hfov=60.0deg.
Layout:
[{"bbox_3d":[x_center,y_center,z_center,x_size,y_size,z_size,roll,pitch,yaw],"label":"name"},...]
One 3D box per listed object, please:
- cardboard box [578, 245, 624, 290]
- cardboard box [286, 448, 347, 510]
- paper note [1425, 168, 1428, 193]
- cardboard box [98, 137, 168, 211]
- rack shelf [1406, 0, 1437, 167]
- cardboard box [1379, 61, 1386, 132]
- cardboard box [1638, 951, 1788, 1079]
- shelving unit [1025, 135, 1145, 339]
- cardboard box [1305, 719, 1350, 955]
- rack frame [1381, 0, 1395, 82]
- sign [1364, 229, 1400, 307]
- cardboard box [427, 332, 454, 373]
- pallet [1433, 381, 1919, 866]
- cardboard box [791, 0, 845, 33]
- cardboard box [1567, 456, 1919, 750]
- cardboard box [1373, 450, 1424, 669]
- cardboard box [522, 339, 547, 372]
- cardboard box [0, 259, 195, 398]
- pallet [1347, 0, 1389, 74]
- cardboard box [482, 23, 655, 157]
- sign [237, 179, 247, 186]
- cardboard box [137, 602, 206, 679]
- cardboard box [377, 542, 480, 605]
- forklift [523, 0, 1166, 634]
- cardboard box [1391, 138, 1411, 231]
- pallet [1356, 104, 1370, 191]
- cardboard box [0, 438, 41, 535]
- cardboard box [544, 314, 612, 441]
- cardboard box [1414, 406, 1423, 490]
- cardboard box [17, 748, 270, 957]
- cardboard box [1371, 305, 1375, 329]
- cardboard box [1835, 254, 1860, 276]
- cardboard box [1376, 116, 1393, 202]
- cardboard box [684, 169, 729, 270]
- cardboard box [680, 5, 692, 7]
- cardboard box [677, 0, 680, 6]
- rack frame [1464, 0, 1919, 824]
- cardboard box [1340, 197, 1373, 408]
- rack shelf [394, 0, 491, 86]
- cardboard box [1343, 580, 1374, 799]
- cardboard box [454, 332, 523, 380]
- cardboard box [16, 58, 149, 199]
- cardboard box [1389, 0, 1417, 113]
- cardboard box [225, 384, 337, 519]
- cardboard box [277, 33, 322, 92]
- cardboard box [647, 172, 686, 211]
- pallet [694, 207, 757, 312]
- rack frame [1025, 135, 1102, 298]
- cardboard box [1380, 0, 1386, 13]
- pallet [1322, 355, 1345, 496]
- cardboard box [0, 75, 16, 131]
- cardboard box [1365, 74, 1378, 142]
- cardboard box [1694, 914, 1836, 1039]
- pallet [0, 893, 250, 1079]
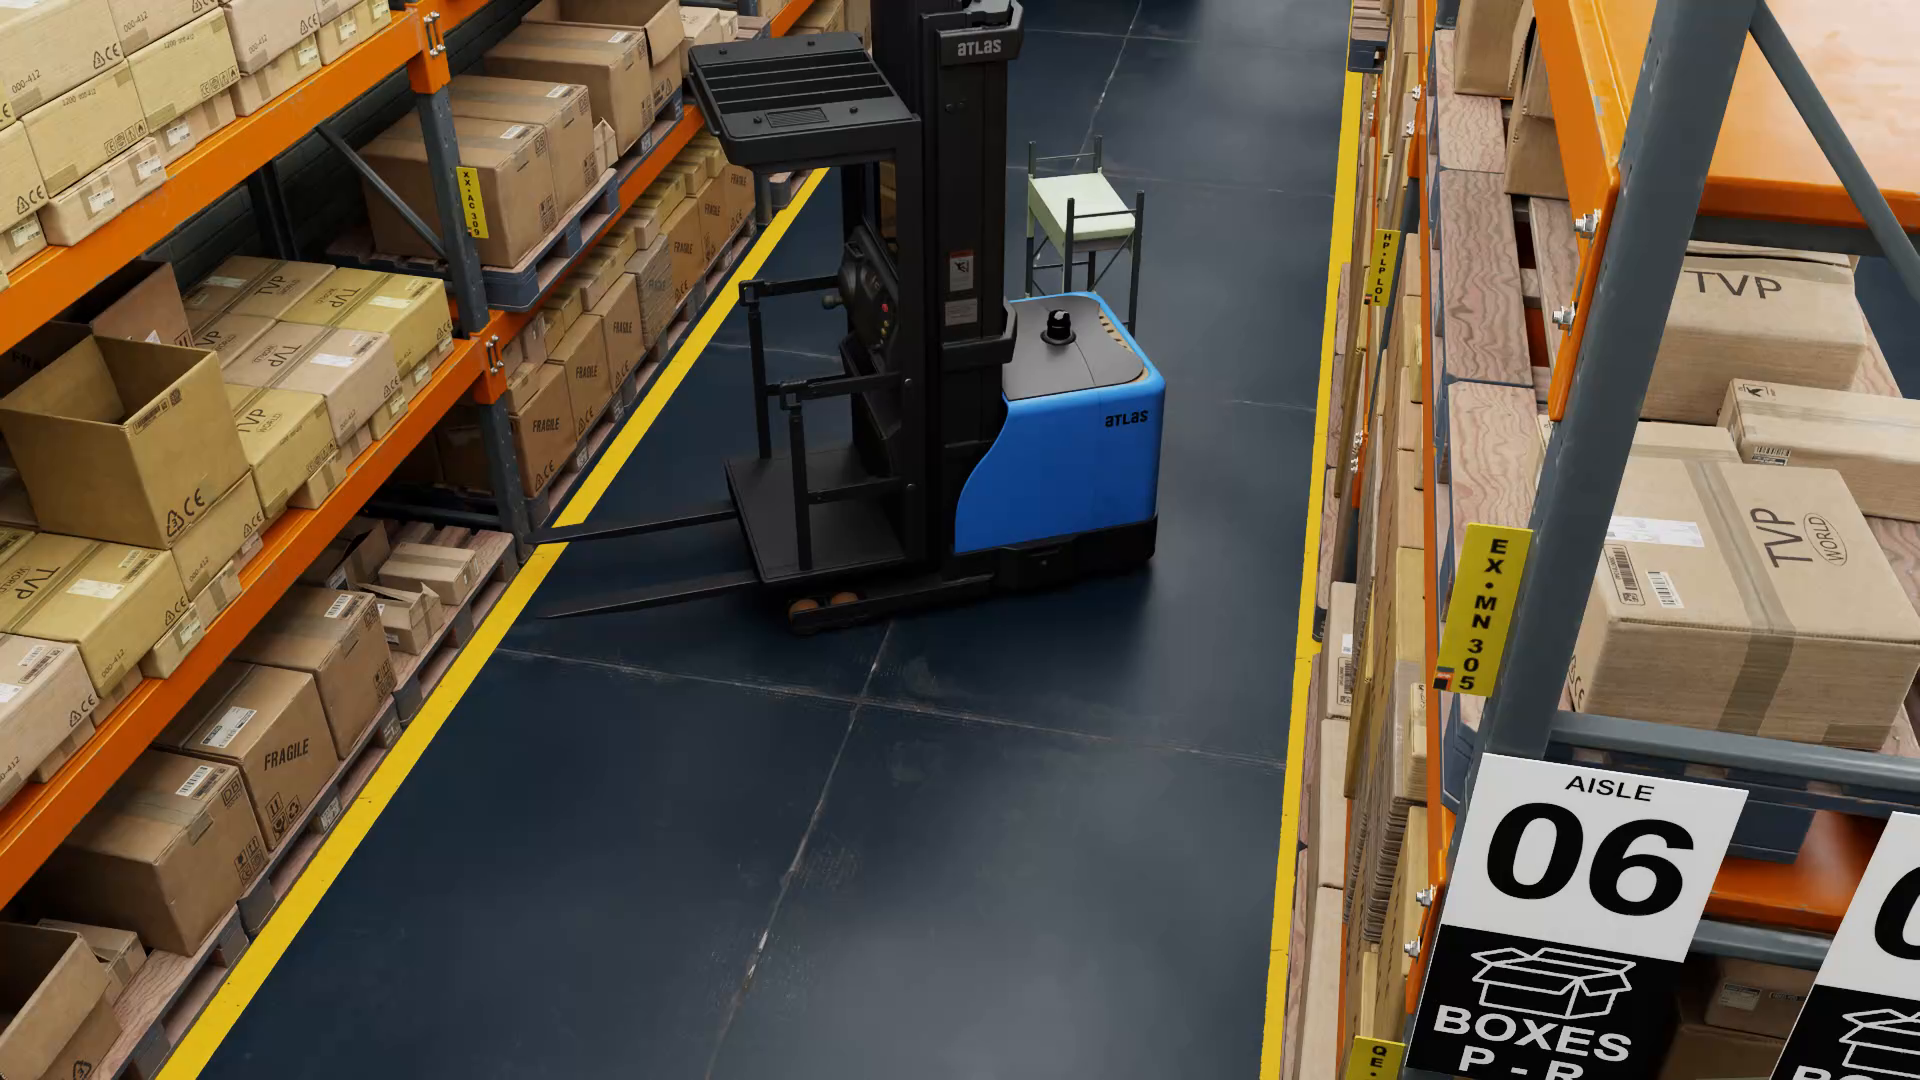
[{"bbox_3d":[-2.108,-1.533,9.299,0.380,0.149,0.250,9,37,12],"label":"cardboard box"},{"bbox_3d":[-2.659,-0.266,6.546,0.380,0.149,0.250,7,36,9],"label":"cardboard box"},{"bbox_3d":[1.213,-0.934,4.335,0.006,0.032,0.123,7,37,10],"label":"paper note"},{"bbox_3d":[-2.750,-1.167,5.232,0.380,0.149,0.250,8,37,11],"label":"cardboard box"},{"bbox_3d":[2.615,-2.633,7.655,1.077,0.370,4.000,7,37,10],"label":"rack shelf"},{"bbox_3d":[2.692,-2.547,9.606,0.500,0.250,0.500,7,36,9],"label":"cardboard box"},{"bbox_3d":[1.714,1.045,3.585,0.500,0.500,0.500,7,36,9],"label":"cardboard box"},{"bbox_3d":[0.651,-1.336,9.085,0.431,1.500,0.755,-8,37,-11],"label":"shelving unit"},{"bbox_3d":[1.758,1.164,6.184,0.875,0.438,0.875,6,36,9],"label":"cardboard box"},{"bbox_3d":[3.042,-2.857,9.906,1.000,3.000,0.127,7,37,10],"label":"rack frame"},{"bbox_3d":[1.656,-1.063,6.511,0.100,0.325,0.005,7,37,10],"label":"sign"},{"bbox_3d":[-2.484,-0.867,7.375,0.380,0.149,0.250,8,37,11],"label":"cardboard box"},{"bbox_3d":[1.482,0.124,3.312,1.003,0.211,1.213,7,37,10],"label":"pallet"},{"bbox_3d":[-1.386,-3.803,12.877,0.875,0.625,0.625,6,36,8],"label":"cardboard box"},{"bbox_3d":[1.342,0.096,2.960,0.500,0.250,0.500,4,36,6],"label":"cardboard box"},{"bbox_3d":[1.505,0.104,4.884,0.500,0.500,0.500,7,37,10],"label":"cardboard box"},{"bbox_3d":[-2.342,-0.945,8.487,0.380,0.149,0.250,6,36,9],"label":"cardboard box"},{"bbox_3d":[-3.240,-0.727,6.202,0.500,0.500,0.500,6,36,9],"label":"cardboard box"},{"bbox_3d":[3.090,-3.201,10.544,1.213,0.211,1.003,7,37,10],"label":"pallet"},{"bbox_3d":[-2.062,-2.390,8.819,0.700,0.500,0.500,7,37,10],"label":"cardboard box"},{"bbox_3d":[-3.205,-1.720,7.351,0.100,0.325,0.005,7,37,10],"label":"sign"},{"bbox_3d":[-2.855,0.325,5.730,0.380,0.149,0.250,6,36,9],"label":"cardboard box"},{"bbox_3d":[-2.494,0.157,7.819,0.380,0.149,0.250,6,36,9],"label":"cardboard box"},{"bbox_3d":[-0.599,-1.084,7.519,3.031,2.935,1.130,-10,37,-13],"label":"forklift"},{"bbox_3d":[2.038,-1.297,6.816,0.500,0.500,0.500,8,37,11],"label":"cardboard box"},{"bbox_3d":[3.473,-2.873,12.304,1.003,0.211,1.213,7,37,10],"label":"pallet"},{"bbox_3d":[-3.344,-0.126,6.012,0.500,0.250,0.500,7,37,10],"label":"cardboard box"},{"bbox_3d":[-2.235,-0.897,8.974,0.500,0.500,0.500,7,36,9],"label":"cardboard box"},{"bbox_3d":[1.523,-0.252,4.822,0.380,0.149,0.250,7,37,10],"label":"cardboard box"},{"bbox_3d":[-3.073,1.128,6.180,0.700,0.500,0.500,9,37,12],"label":"cardboard box"},{"bbox_3d":[2.147,-1.083,7.587,0.500,0.250,0.500,7,36,9],"label":"cardboard box"},{"bbox_3d":[1.911,-0.873,4.084,0.500,0.500,0.500,8,37,11],"label":"cardboard box"},{"bbox_3d":[2.341,-1.869,8.245,0.500,0.250,0.500,8,37,11],"label":"cardboard box"},{"bbox_3d":[-1.805,-2.080,10.606,0.500,0.500,0.500,7,36,9],"label":"cardboard box"},{"bbox_3d":[-1.962,-3.706,11.205,0.500,0.250,0.500,7,36,9],"label":"cardboard box"},{"bbox_3d":[-2.070,-3.412,10.229,0.500,0.500,0.500,9,37,12],"label":"cardboard box"},{"bbox_3d":[1.333,-0.699,1.817,1.000,3.000,0.127,7,37,10],"label":"rack frame"},{"bbox_3d":[2.619,-1.270,9.169,0.875,0.875,0.875,8,37,11],"label":"cardboard box"},{"bbox_3d":[-2.235,-3.253,8.510,1.077,0.370,4.000,7,37,10],"label":"rack shelf"},{"bbox_3d":[1.498,0.500,5.189,0.500,0.500,0.500,8,37,11],"label":"cardboard box"},{"bbox_3d":[-2.385,-0.905,8.178,0.380,0.149,0.250,7,36,9],"label":"cardboard box"},{"bbox_3d":[-2.857,-1.270,5.035,0.500,0.250,0.500,7,36,9],"label":"cardboard box"},{"bbox_3d":[2.476,-2.470,8.435,0.500,0.500,0.500,8,37,11],"label":"cardboard box"},{"bbox_3d":[-2.745,-0.347,6.318,0.500,0.250,0.500,7,37,10],"label":"cardboard box"},{"bbox_3d":[-2.572,-1.760,6.051,0.380,0.149,0.250,8,37,12],"label":"cardboard box"},{"bbox_3d":[-1.894,-2.131,10.124,0.380,0.149,0.250,8,37,11],"label":"cardboard box"},{"bbox_3d":[-2.004,-1.924,10.996,1.003,0.211,1.213,7,37,10],"label":"pallet"},{"bbox_3d":[0.568,-1.545,9.374,0.400,1.500,0.023,-8,37,-11],"label":"rack frame"},{"bbox_3d":[2.879,-3.455,10.588,0.380,0.149,0.250,7,37,10],"label":"cardboard box"},{"bbox_3d":[2.537,-0.588,9.151,1.003,0.211,1.213,7,37,10],"label":"pallet"},{"bbox_3d":[-2.955,-1.169,4.469,0.500,0.250,0.500,7,36,9],"label":"cardboard box"},{"bbox_3d":[3.490,-3.144,12.183,0.950,0.372,0.625,8,37,12],"label":"cardboard box"},{"bbox_3d":[1.680,0.853,3.297,0.380,0.149,0.250,8,37,11],"label":"cardboard box"},{"bbox_3d":[-3.331,1.738,5.942,1.003,0.211,1.213,7,37,10],"label":"pallet"}]
